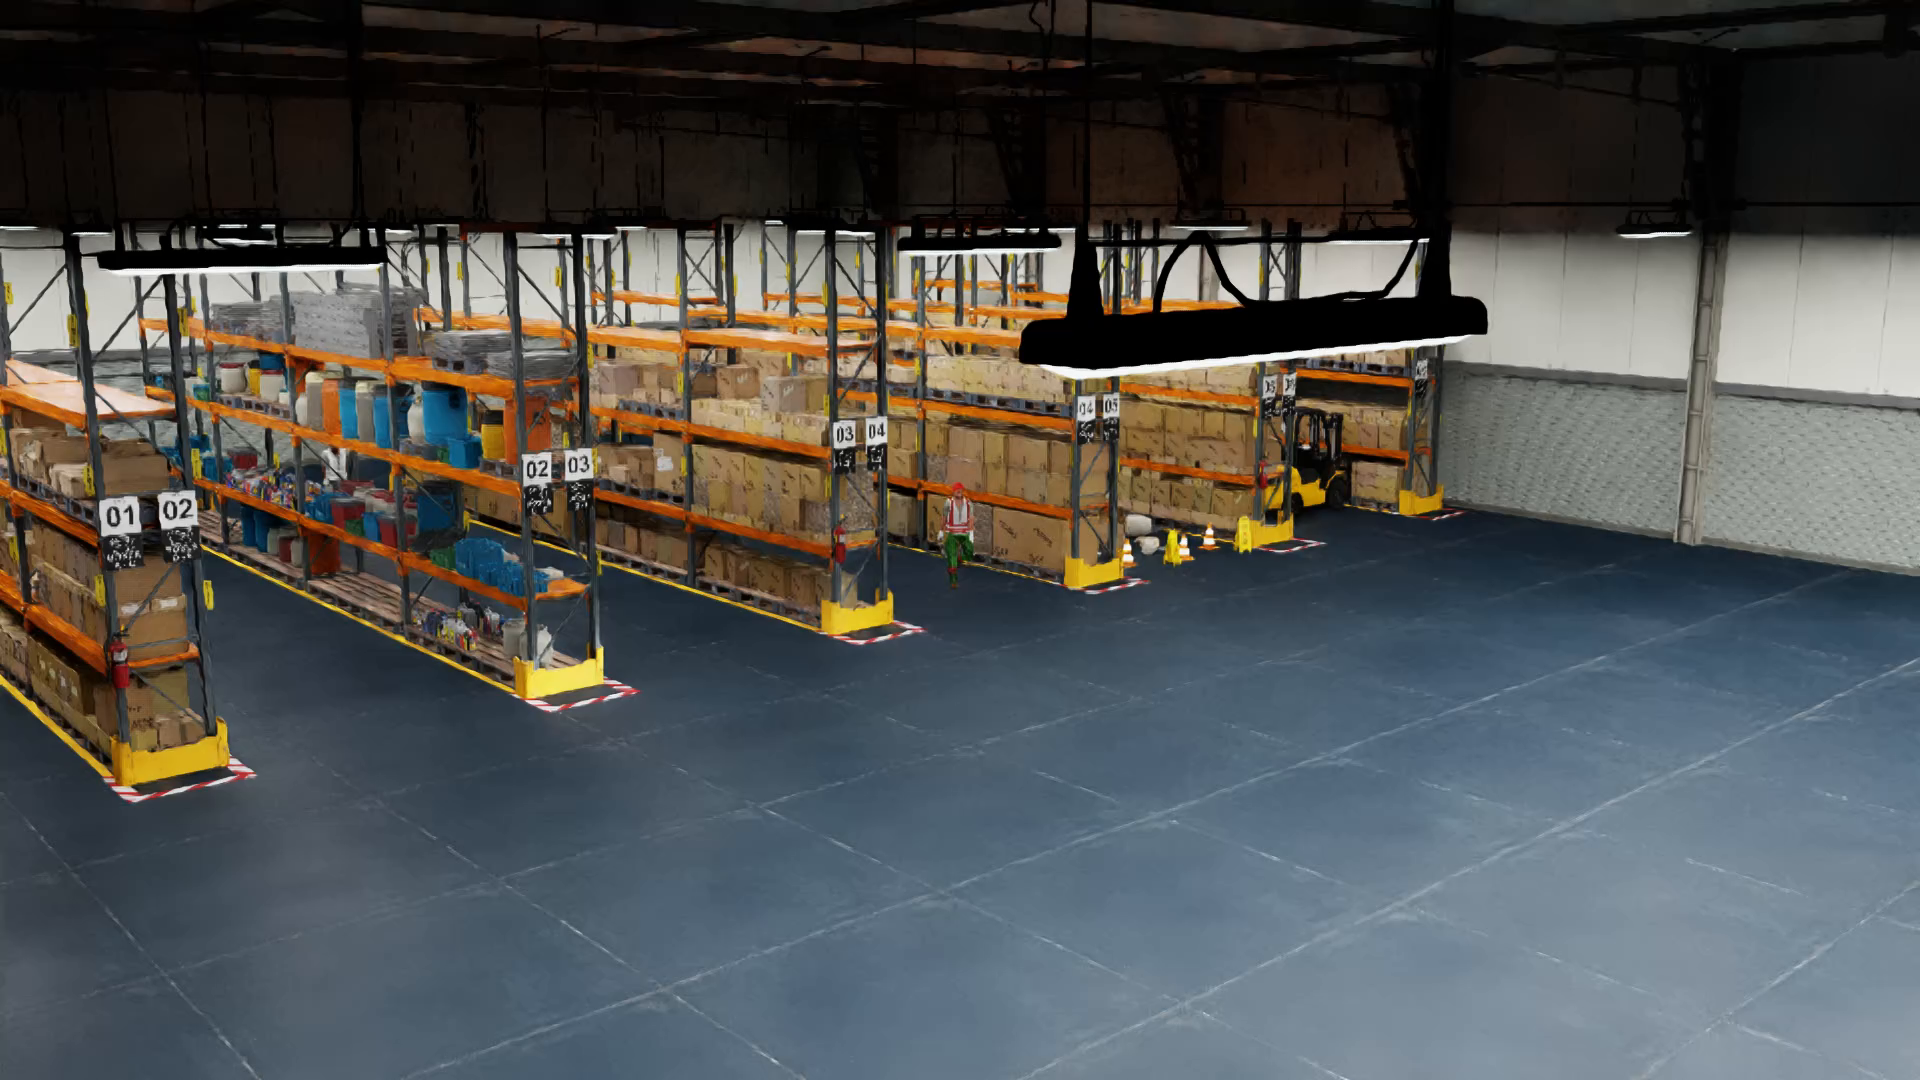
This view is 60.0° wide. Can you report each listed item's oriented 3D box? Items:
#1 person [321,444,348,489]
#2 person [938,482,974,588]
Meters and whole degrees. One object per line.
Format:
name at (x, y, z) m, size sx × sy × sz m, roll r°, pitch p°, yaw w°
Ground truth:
person at (-12.669, -1.274, 33.800) m, size 0.566 × 1.706 × 1.122 m, roll -9°, pitch 15°, yaw -38°
person at (-0.037, -0.113, 27.718) m, size 0.600 × 1.750 × 0.962 m, roll -4°, pitch 12°, yaw -18°
